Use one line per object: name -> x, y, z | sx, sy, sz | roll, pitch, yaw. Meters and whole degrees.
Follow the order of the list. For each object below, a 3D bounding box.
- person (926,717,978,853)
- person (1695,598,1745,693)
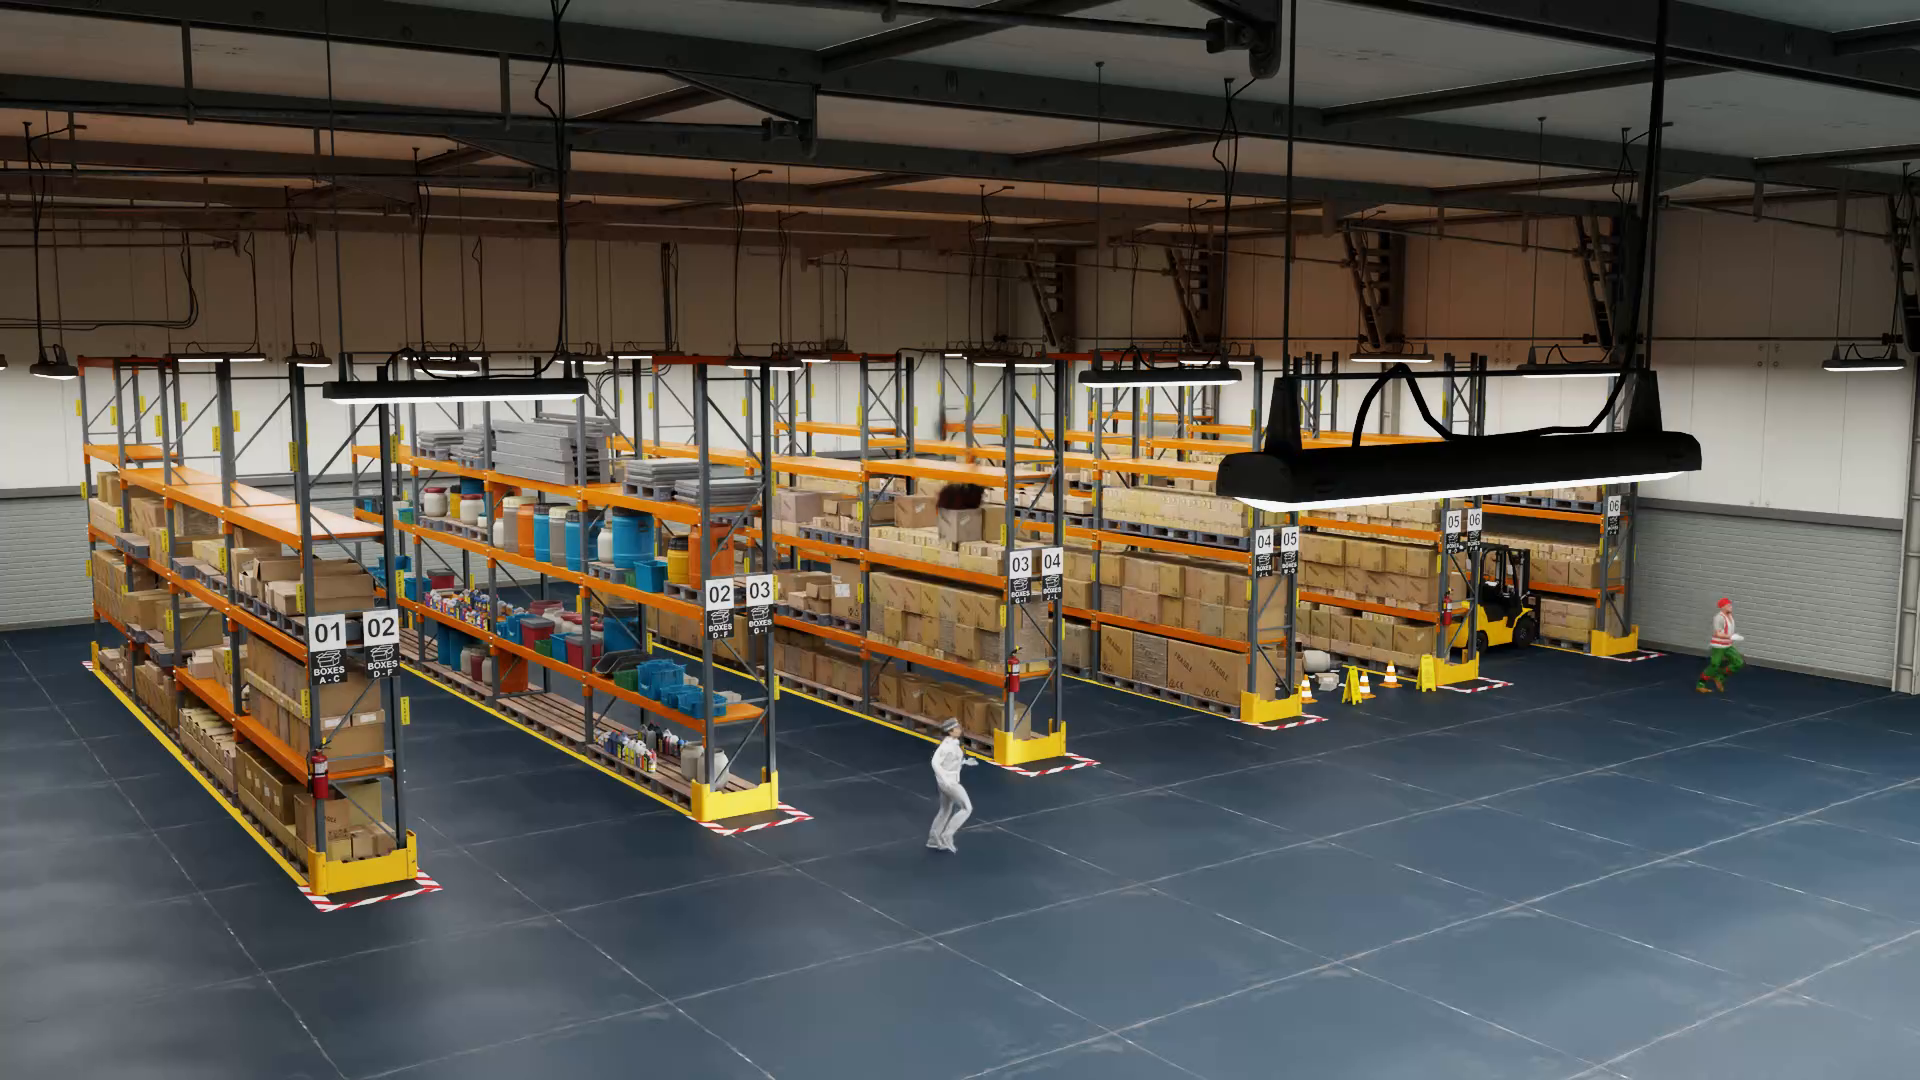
person -> -0.096, 3.017, 20.582 | 0.650, 1.692, 0.575 | -1, 7, -5
person -> 13.531, 1.875, 29.456 | 0.684, 1.734, 0.826 | -5, 9, -36
